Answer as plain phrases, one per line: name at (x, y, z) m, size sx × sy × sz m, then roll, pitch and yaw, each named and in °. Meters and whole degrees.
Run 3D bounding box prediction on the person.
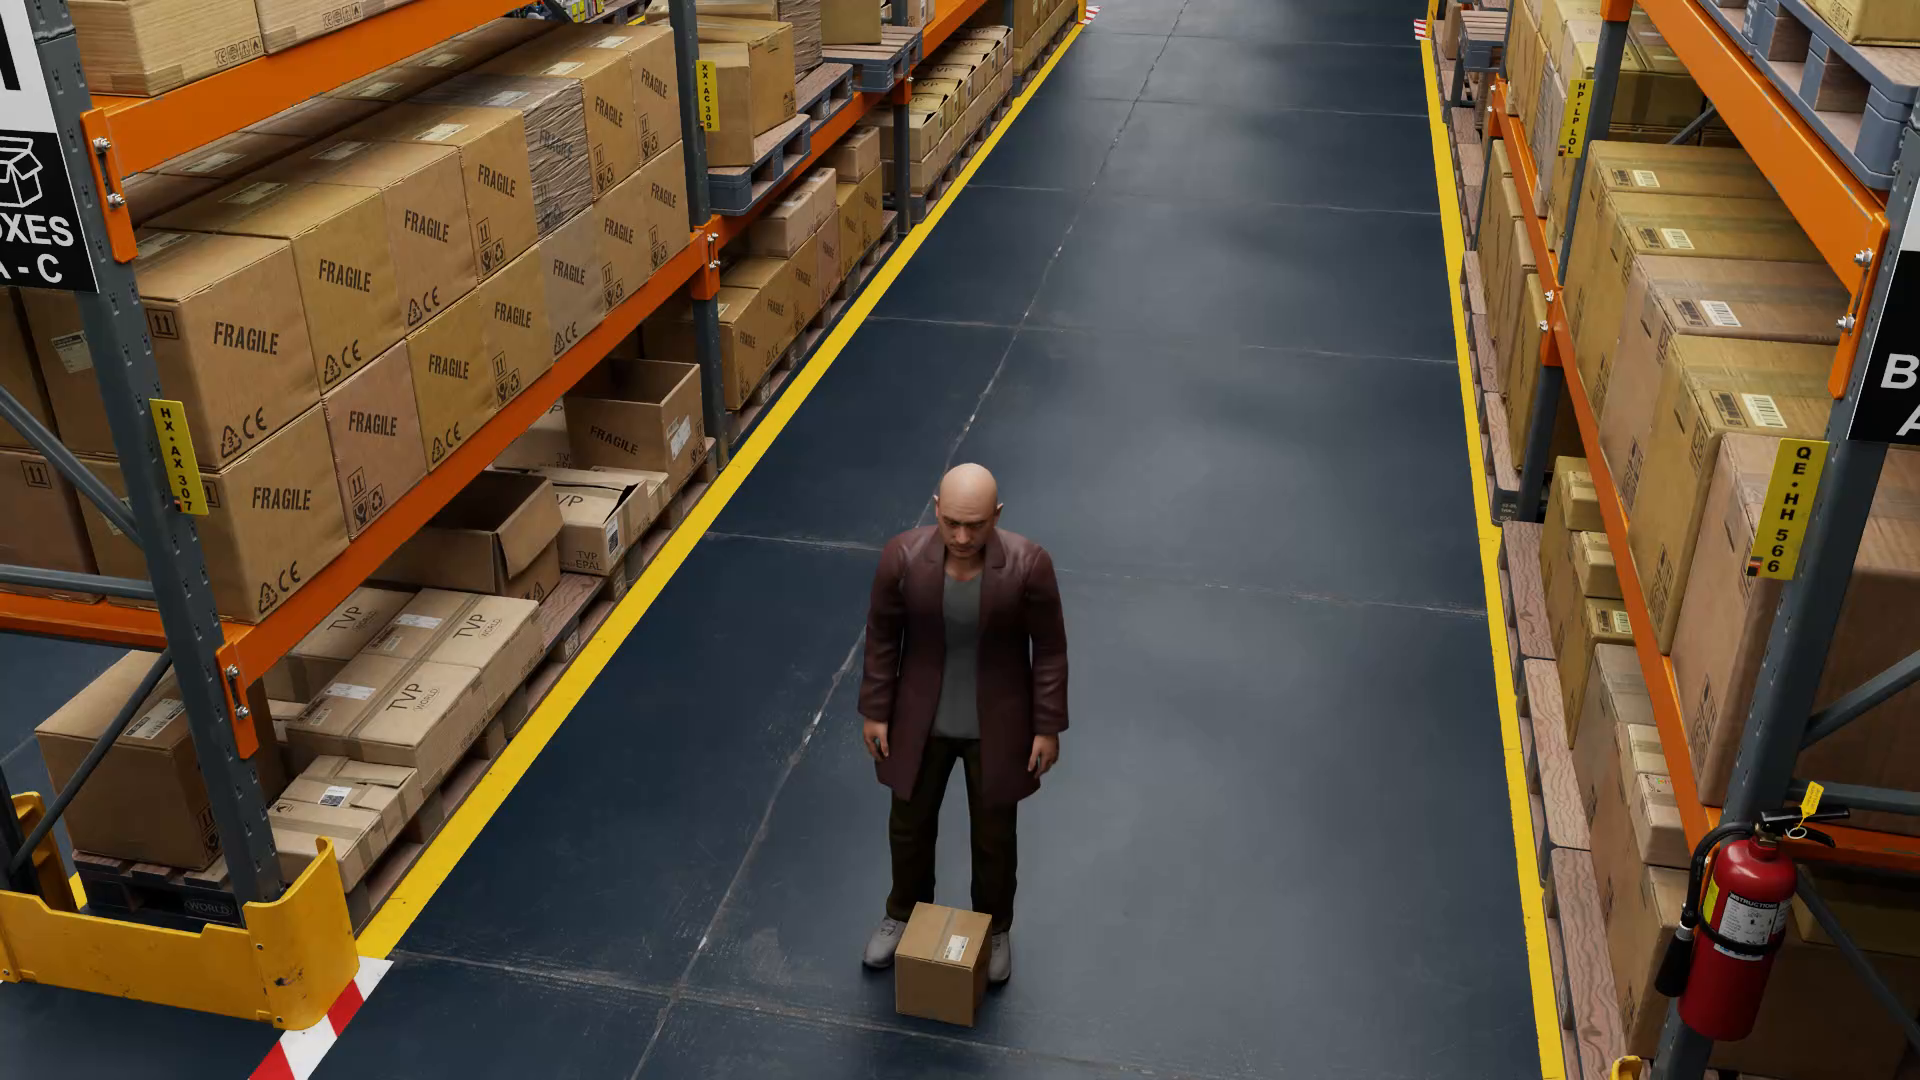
person at (0.010, 0.557, 5.110) m, size 0.654 × 1.774 × 0.421 m, roll 4°, pitch 29°, yaw 8°
